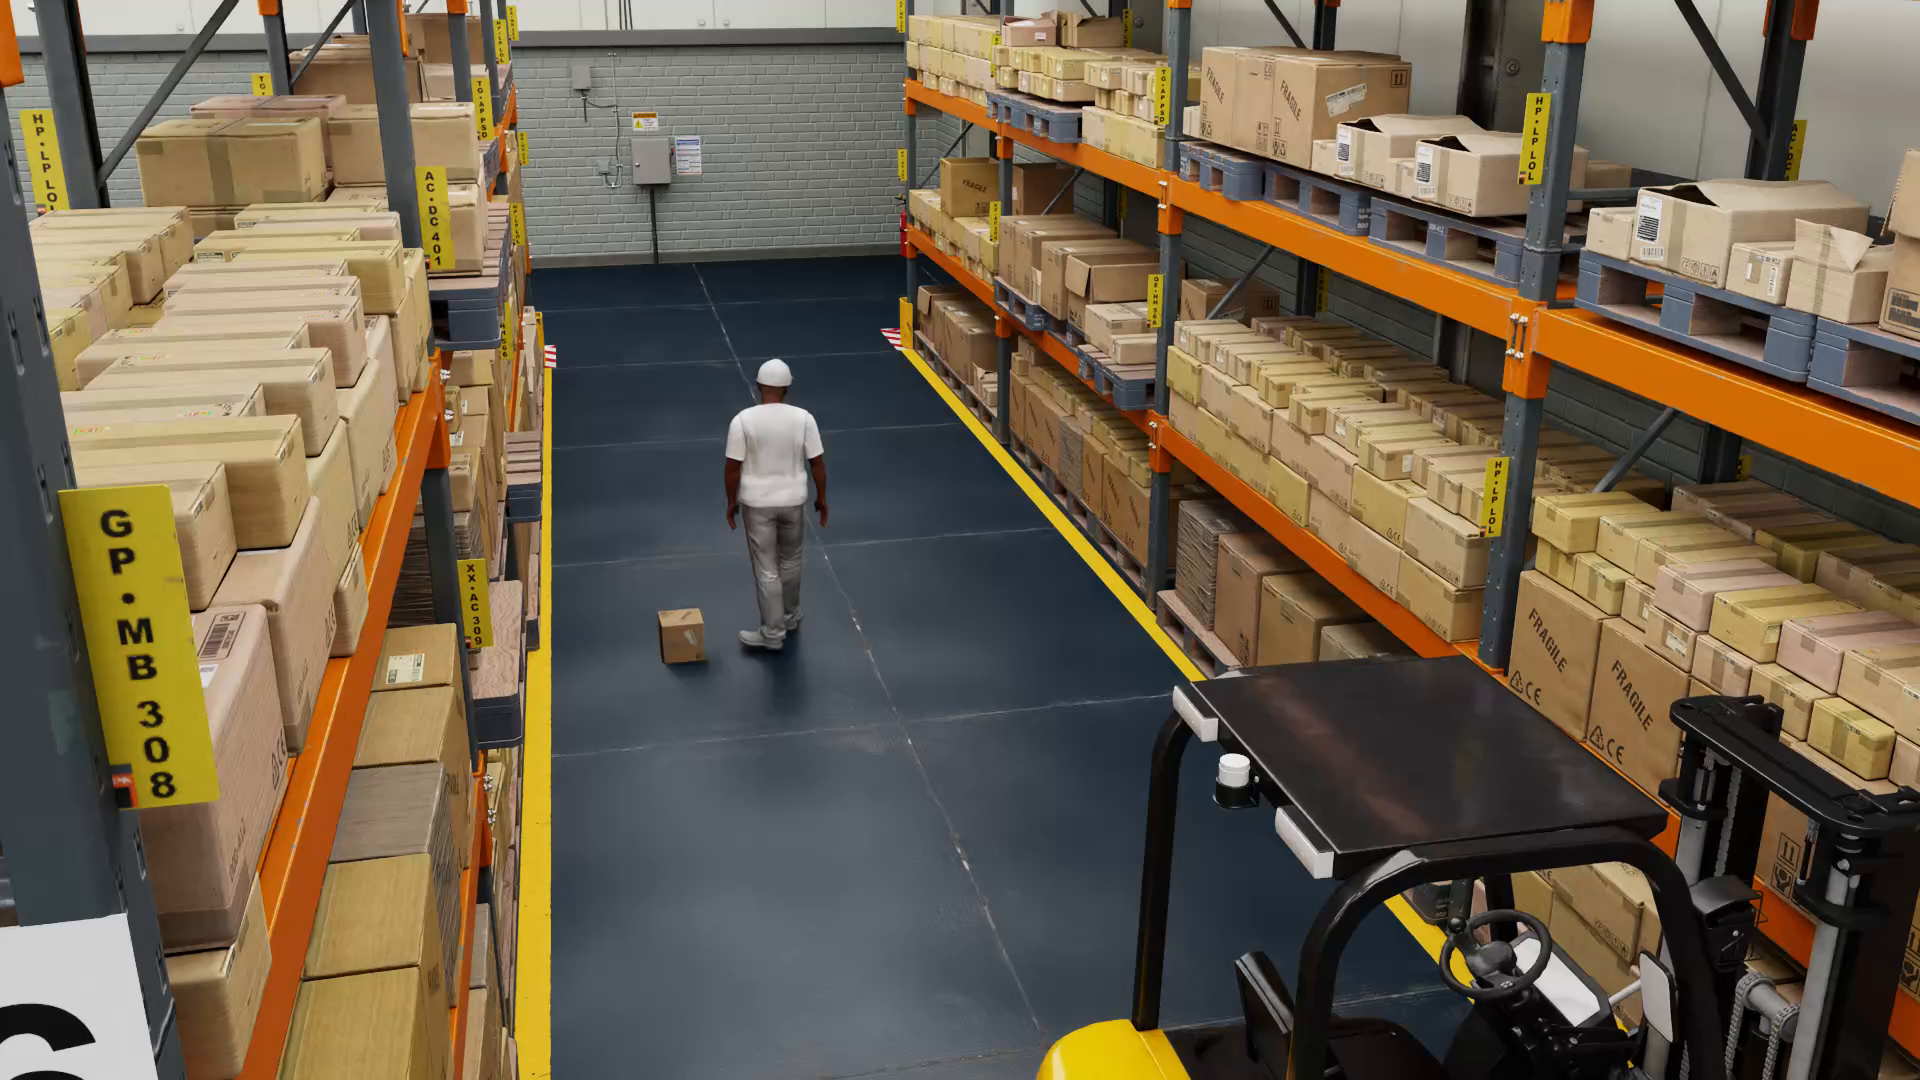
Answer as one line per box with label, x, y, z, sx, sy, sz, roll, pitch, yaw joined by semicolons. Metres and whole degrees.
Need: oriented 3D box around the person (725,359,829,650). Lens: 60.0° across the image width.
person;-1.127;-0.234;10.205;0.627;1.766;0.626;-7;21;-18
